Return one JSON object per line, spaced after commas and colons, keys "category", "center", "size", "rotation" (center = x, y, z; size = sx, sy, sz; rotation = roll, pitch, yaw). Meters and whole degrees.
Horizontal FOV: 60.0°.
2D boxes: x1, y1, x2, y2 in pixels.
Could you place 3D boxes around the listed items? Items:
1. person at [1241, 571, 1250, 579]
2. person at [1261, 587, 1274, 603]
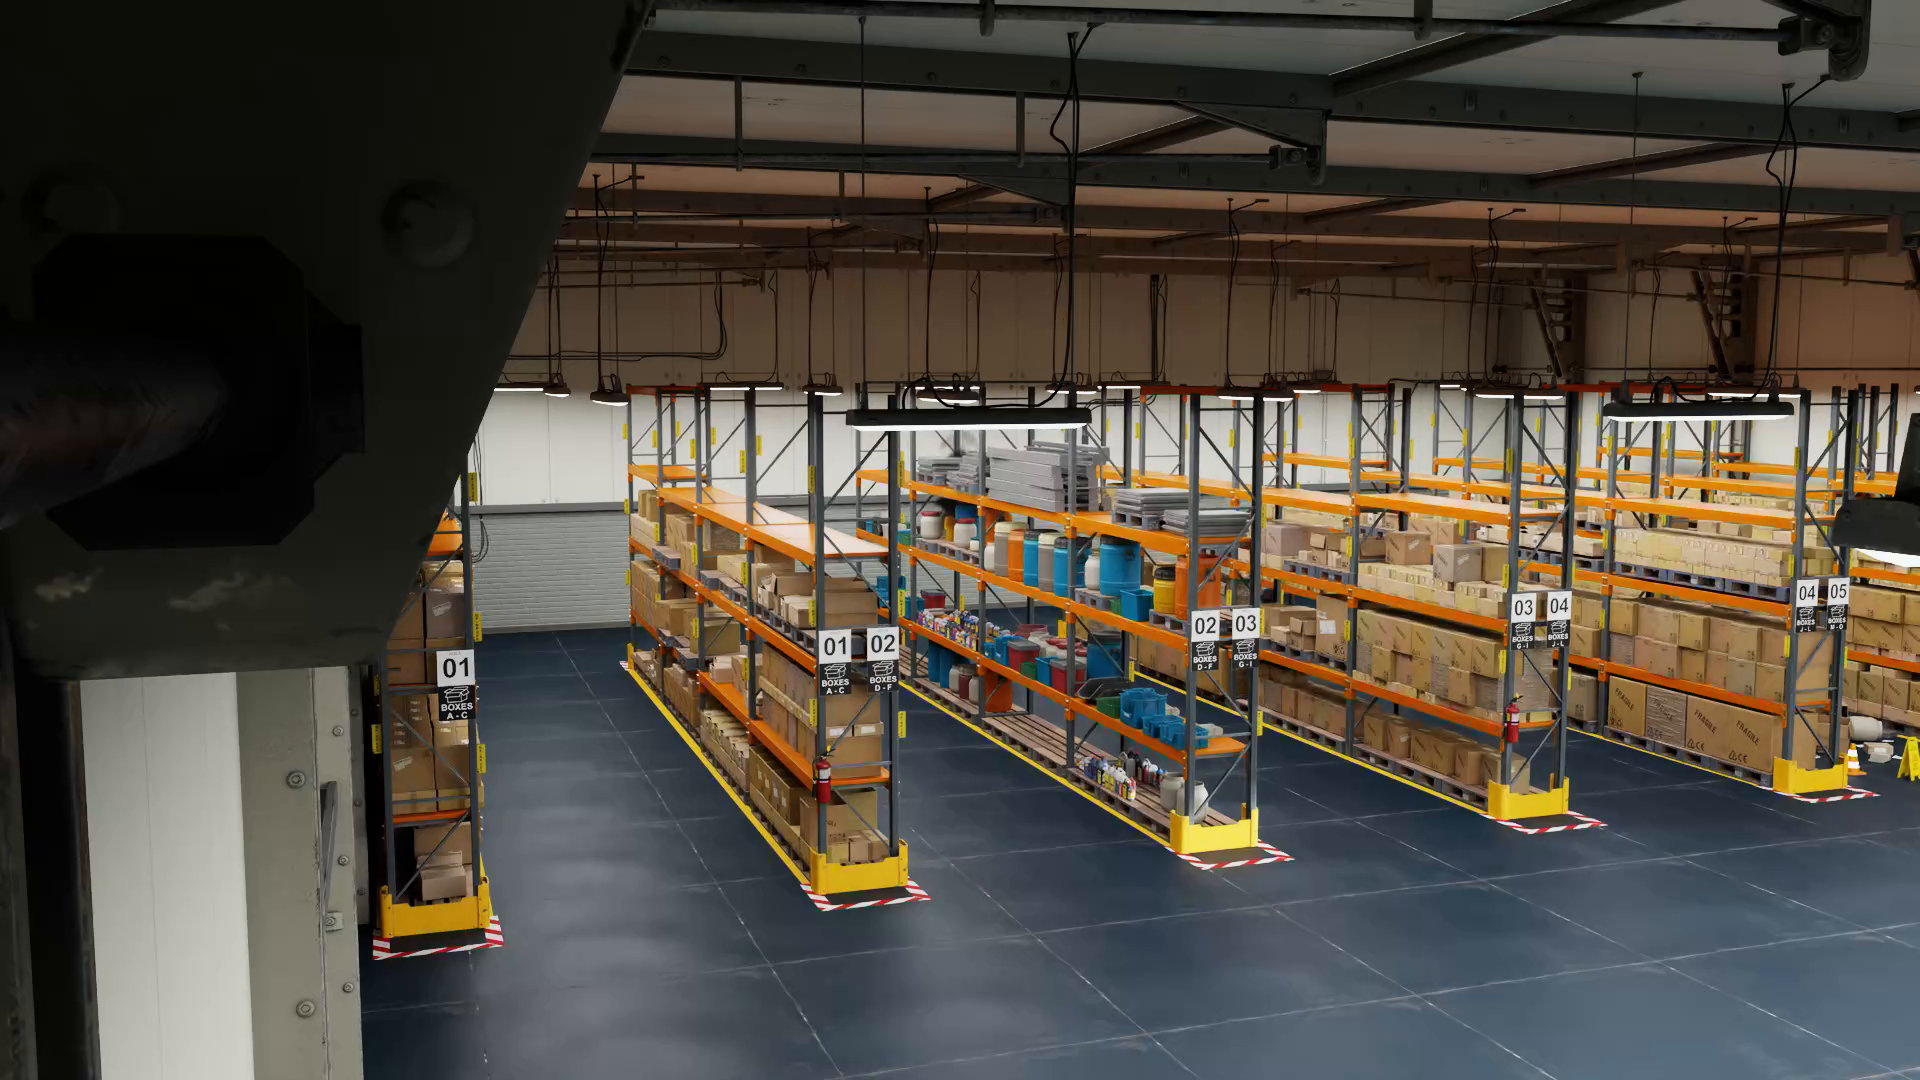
{"category": "person", "center": [6.474, 1.546, 37.822], "size": [0.691, 1.814, 0.771], "rotation": [-2, 6, -18]}
{"category": "person", "center": [7.818, 1.202, 41.448], "size": [0.930, 1.711, 0.735], "rotation": [0, 6, 1]}
